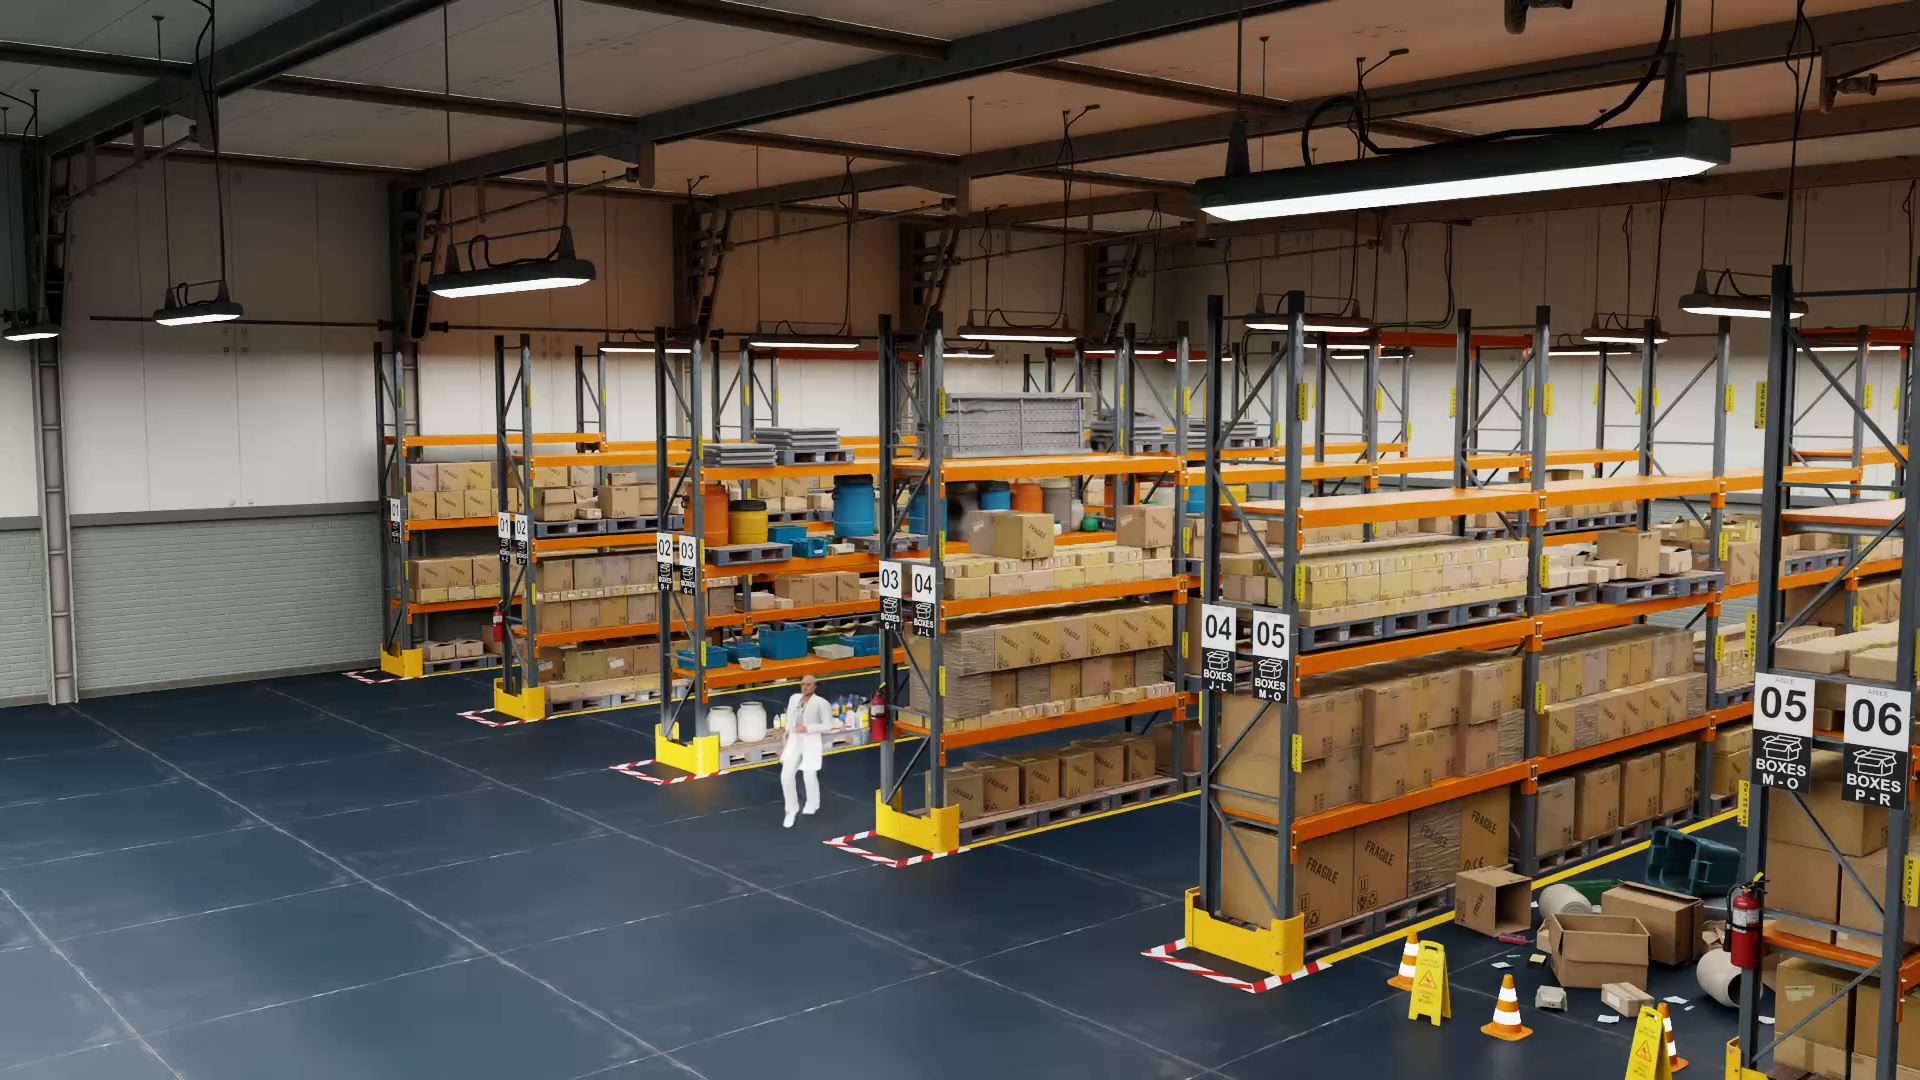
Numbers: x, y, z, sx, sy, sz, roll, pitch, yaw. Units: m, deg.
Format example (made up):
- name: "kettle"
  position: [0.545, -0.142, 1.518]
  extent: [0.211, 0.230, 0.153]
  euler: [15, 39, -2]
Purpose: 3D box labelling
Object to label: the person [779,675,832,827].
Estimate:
- name: "person"
  position: [-1.815, 2.505, 19.811]
  extent: [0.681, 1.834, 0.784]
  euler: [2, 5, 18]
